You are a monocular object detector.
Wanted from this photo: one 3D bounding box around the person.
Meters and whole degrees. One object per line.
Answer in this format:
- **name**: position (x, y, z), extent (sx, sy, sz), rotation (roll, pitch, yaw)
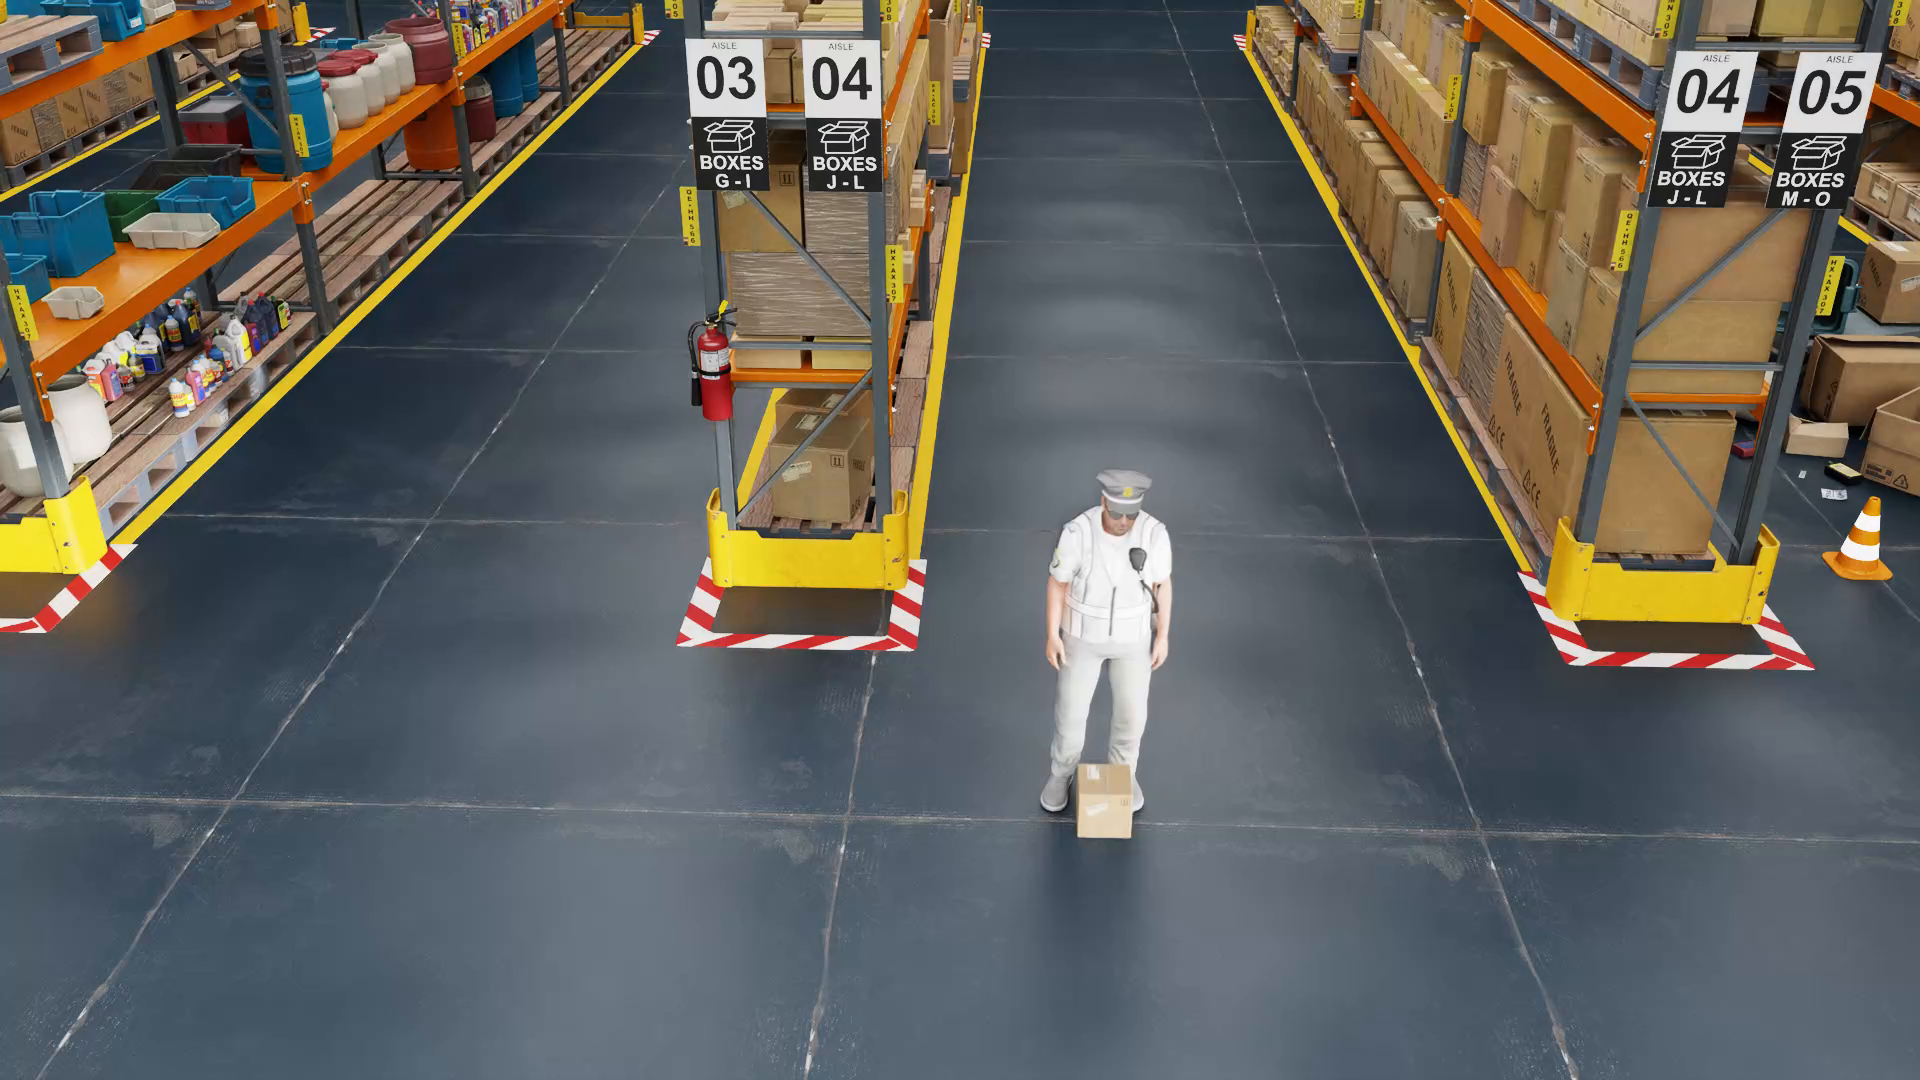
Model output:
- **person**: position (0.686, 0.443, 7.774), extent (0.594, 1.746, 0.437), rotation (0, 28, -1)
